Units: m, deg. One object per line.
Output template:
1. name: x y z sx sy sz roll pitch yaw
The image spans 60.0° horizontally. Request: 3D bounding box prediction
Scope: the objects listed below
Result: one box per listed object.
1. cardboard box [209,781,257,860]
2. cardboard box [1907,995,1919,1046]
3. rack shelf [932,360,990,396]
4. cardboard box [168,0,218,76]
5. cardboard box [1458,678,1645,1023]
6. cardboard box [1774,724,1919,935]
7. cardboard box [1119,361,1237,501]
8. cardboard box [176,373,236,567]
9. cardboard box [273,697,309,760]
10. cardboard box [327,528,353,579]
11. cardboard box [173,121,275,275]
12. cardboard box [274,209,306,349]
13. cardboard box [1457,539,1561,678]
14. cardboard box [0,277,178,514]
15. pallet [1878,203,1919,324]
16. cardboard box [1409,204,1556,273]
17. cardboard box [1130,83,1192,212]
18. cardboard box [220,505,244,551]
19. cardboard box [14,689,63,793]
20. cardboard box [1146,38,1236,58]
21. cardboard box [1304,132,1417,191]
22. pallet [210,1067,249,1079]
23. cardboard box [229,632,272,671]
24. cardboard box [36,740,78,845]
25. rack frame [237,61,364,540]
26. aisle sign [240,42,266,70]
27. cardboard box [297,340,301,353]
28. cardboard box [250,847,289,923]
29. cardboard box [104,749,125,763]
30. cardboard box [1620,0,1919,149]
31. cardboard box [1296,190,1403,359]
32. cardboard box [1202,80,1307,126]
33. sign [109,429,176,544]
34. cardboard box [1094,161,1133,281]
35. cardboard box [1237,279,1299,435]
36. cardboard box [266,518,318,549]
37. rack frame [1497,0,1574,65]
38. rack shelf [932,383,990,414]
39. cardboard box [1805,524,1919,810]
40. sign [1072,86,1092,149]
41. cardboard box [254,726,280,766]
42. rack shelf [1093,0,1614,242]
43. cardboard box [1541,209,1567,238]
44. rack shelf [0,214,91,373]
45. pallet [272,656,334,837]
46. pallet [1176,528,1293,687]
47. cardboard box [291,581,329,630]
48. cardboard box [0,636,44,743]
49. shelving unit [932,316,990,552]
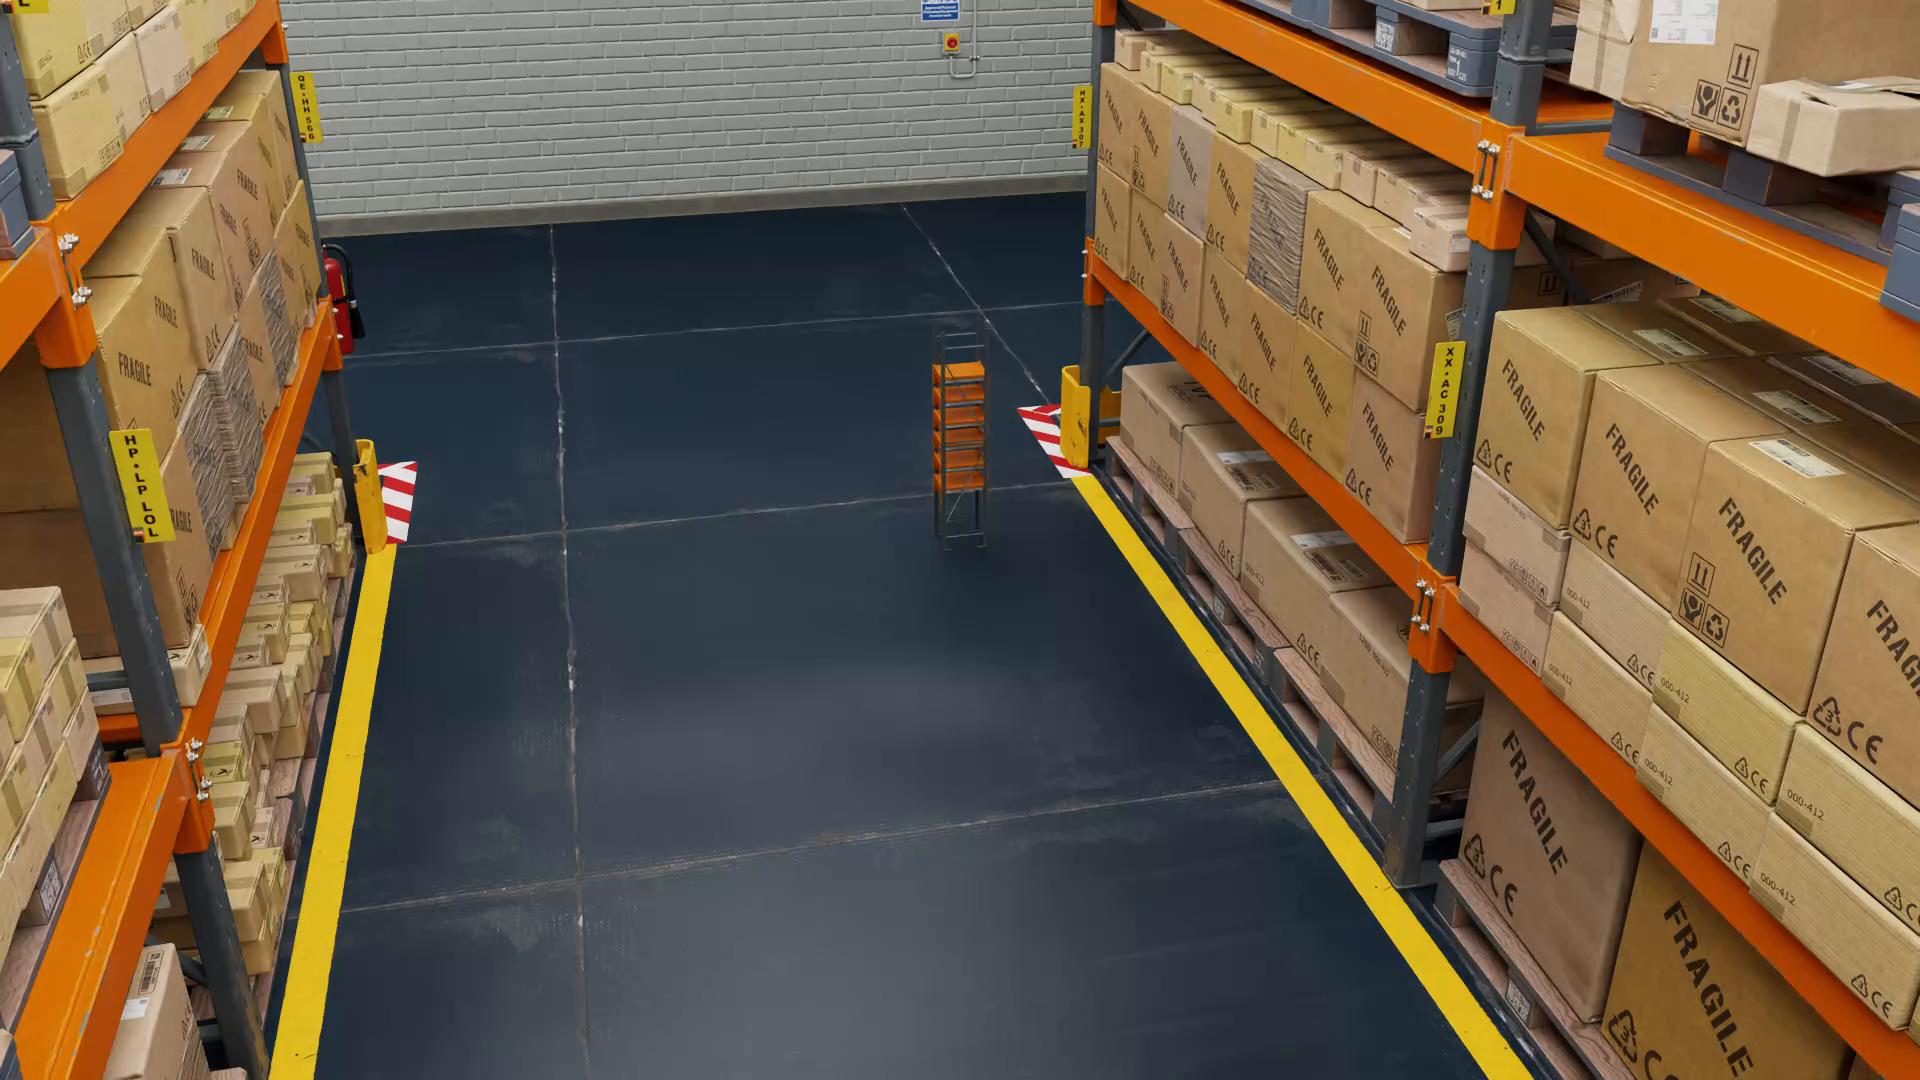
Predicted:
1. cardboard box: -2.590 0.954 5.568 0.380 0.149 0.250 -5 27 -9
2. cardboard box: 2.396 1.069 3.470 0.500 0.250 0.500 -6 27 -12
3. rack shelf: 0.003 -0.811 8.325 0.258 0.103 0.180 -6 27 -12
4. cardboard box: -2.891 -1.748 5.721 0.500 0.250 0.500 -5 27 -9
5. cardboard box: 2.308 0.912 5.506 0.875 0.875 0.875 -5 27 -10
6. cardboard box: 2.263 0.625 3.795 0.500 0.250 0.500 -7 28 -13
7. cardboard box: 1.435 -0.633 9.053 0.875 0.438 0.875 -7 28 -13
8. cardboard box: -2.694 -0.203 5.382 0.500 0.500 0.500 -6 27 -12
9. cardboard box: -2.811 0.761 6.611 0.380 0.149 0.250 -7 28 -13
10. cardboard box: -3.133 0.076 7.969 0.380 0.149 0.250 -5 27 -10
11. cardboard box: -3.026 -1.320 6.487 0.500 0.500 0.500 -5 27 -9
12. cardboard box: -3.148 -1.102 7.163 0.500 0.500 0.500 -6 27 -12
13. cardboard box: 1.932 0.174 5.243 0.500 0.250 0.500 -7 28 -13
14. cardboard box: -2.574 -0.413 4.688 0.500 0.500 0.500 -5 27 -10
15. pallet: 2.540 -0.380 3.054 1.003 0.211 1.213 -5 27 -9
16. cardboard box: 1.711 -0.997 5.455 0.380 0.149 0.250 -7 28 -13
17. cardboard box: 1.143 -1.894 7.954 0.500 0.500 0.500 -7 28 -13
18. cardboard box: -2.745 -0.066 5.831 0.380 0.149 0.250 -5 27 -11
19. cardboard box: -2.367 0.496 3.921 0.380 0.149 0.250 -6 27 -11
20. cardboard box: 1.127 -2.358 8.152 0.380 0.149 0.250 -5 27 -10
21. cardboard box: 1.544 -1.449 6.352 0.380 0.149 0.250 -6 27 -12
22. pallet: -2.533 2.020 4.513 1.003 0.211 1.213 -6 27 -12
23. cardboard box: -2.896 0.505 6.458 0.380 0.149 0.250 -7 28 -14
24. cardboard box: -2.368 0.627 3.992 0.380 0.149 0.250 -6 27 -11
25. rack frame: -3.611 -1.322 8.040 1.000 3.000 0.127 -6 27 -12
26. aisle sign: -3.335 -2.545 7.579 0.394 0.787 0.004 -6 27 -12
27. cardboard box: -3.172 -0.874 7.431 0.380 0.149 0.250 -6 27 -12
28. cardboard box: -2.539 1.210 5.722 0.380 0.149 0.250 -5 27 -10
29. cardboard box: -3.185 0.785 5.903 0.380 0.149 0.250 -5 27 -10
30. cardboard box: 2.006 -1.268 4.027 0.500 0.500 0.500 -6 27 -13
31. cardboard box: 1.608 -1.007 6.195 0.500 0.500 0.500 -6 27 -12
32. cardboard box: 1.277 -1.895 7.234 0.380 0.149 0.250 -6 27 -11
33. sign: -2.170 -0.141 4.415 0.100 0.325 0.005 -6 27 -12
34. cardboard box: 1.017 -1.674 8.626 0.500 0.500 0.500 -6 27 -12
35. cardboard box: 1.488 -0.780 6.855 0.500 0.500 0.500 -6 27 -12
36. cardboard box: -3.066 0.041 7.377 0.380 0.149 0.250 -7 28 -14
37. rack frame: 2.090 -2.791 4.293 1.000 3.000 0.127 -6 27 -12
38. rack shelf: 0.003 -0.704 8.379 0.258 0.103 0.180 -6 27 -12
39. cardboard box: 2.284 0.285 3.635 0.500 0.500 0.500 -6 27 -12
40. sign: 0.647 -2.237 8.805 0.100 0.325 0.005 -6 27 -12
41. cardboard box: -2.811 0.747 6.308 0.380 0.149 0.250 -5 27 -9
42. rack shelf: 1.639 -2.009 6.871 1.077 0.370 4.000 -6 27 -12
43. cardboard box: 2.198 -1.170 5.798 0.380 0.149 0.250 -6 27 -11
44. rack shelf: -2.259 0.294 2.308 1.077 0.370 4.000 -6 27 -12
45. pallet: -3.174 0.851 6.830 1.003 0.211 1.213 -6 27 -12
46. pallet: 1.717 0.253 8.014 1.003 0.211 1.213 -6 27 -12
47. cardboard box: -2.966 0.287 7.220 0.380 0.149 0.250 -6 27 -11
48. cardboard box: -2.368 0.367 3.846 0.380 0.149 0.250 -7 28 -13
49. shelving unit: 0.003 -0.529 8.467 0.258 1.200 0.189 -6 27 -12
